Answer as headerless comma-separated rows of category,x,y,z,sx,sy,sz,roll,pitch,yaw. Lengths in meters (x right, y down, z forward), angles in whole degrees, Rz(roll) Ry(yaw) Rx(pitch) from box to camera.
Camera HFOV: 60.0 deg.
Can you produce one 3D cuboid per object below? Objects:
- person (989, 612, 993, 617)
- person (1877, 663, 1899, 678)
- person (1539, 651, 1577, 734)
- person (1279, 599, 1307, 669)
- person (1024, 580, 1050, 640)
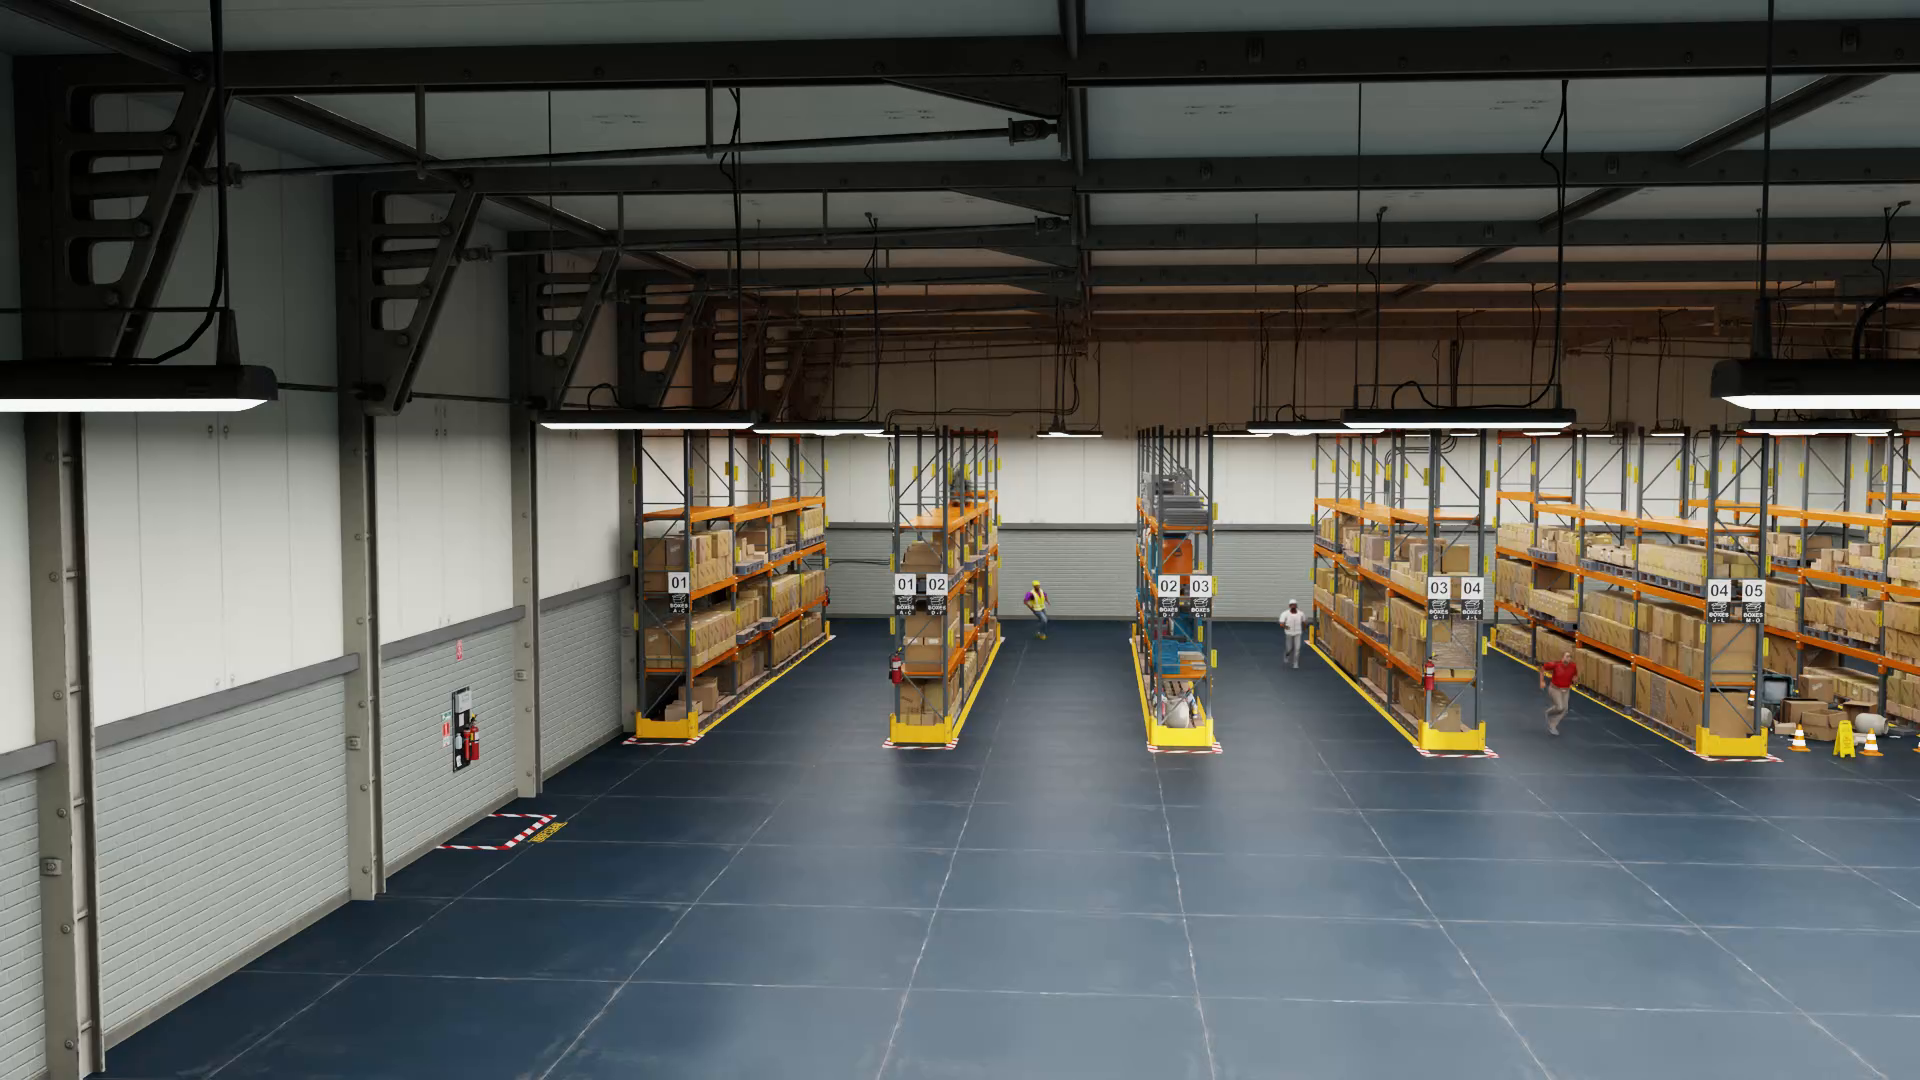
person,0.646,1.948,48.828,0.815,1.688,0.576,1,3,11
person,21.721,2.611,38.892,0.526,1.577,0.758,0,3,-7
person,11.679,2.963,32.294,0.648,1.650,0.739,-1,4,-17
person,8.364,2.353,41.725,0.714,1.733,0.791,0,3,-1
person,2.273,2.033,47.791,0.625,1.762,0.770,3,5,41
